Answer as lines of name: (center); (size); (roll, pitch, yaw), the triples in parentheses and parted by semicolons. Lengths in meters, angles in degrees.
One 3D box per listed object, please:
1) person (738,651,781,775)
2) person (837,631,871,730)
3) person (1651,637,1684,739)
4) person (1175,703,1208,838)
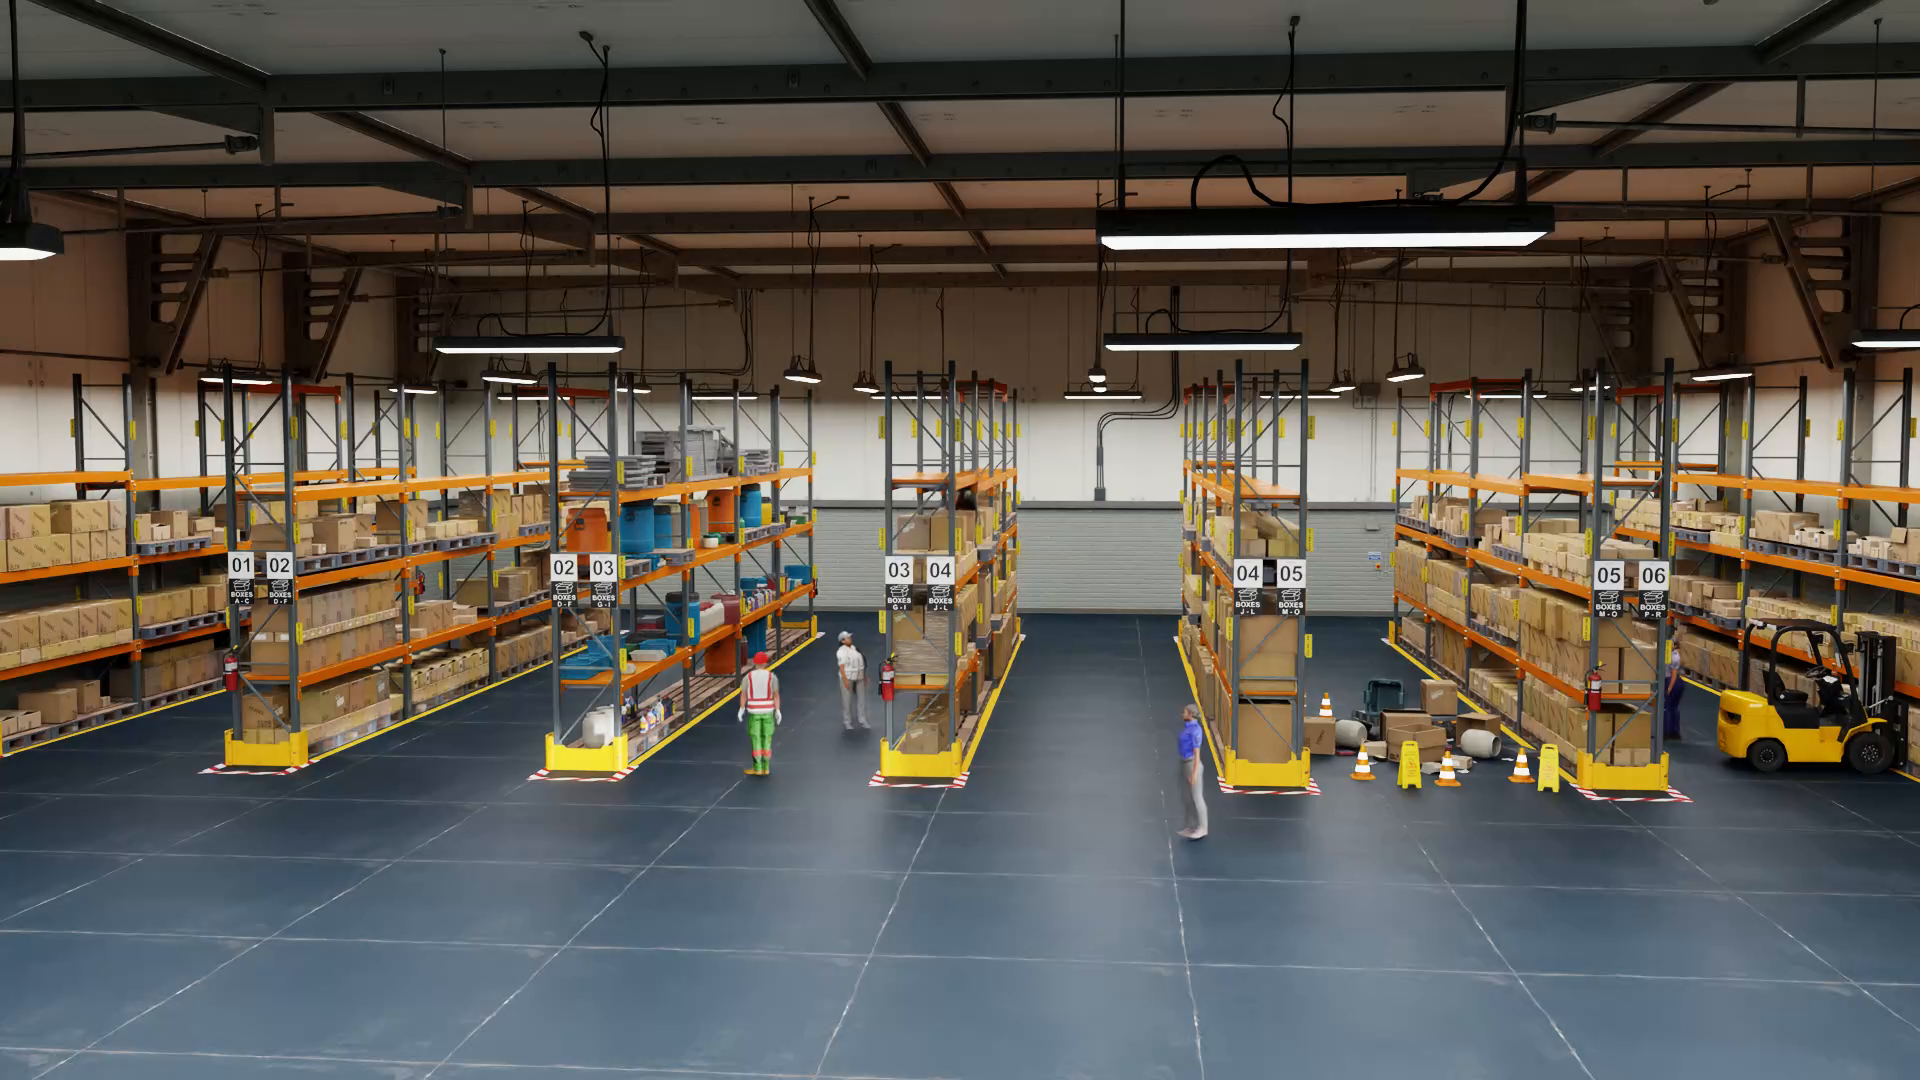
person: (-2.914, 2.510, 24.212); (0.623, 1.792, 0.409); (0, 4, -6)
person: (-1.799, 2.355, 27.932); (0.569, 1.644, 0.424); (-3, 5, -36)
person: (11.571, 2.411, 27.144); (0.400, 1.649, 0.542); (3, 5, 40)
person: (2.865, 2.841, 20.436); (0.377, 1.688, 0.551); (-1, 4, -16)
